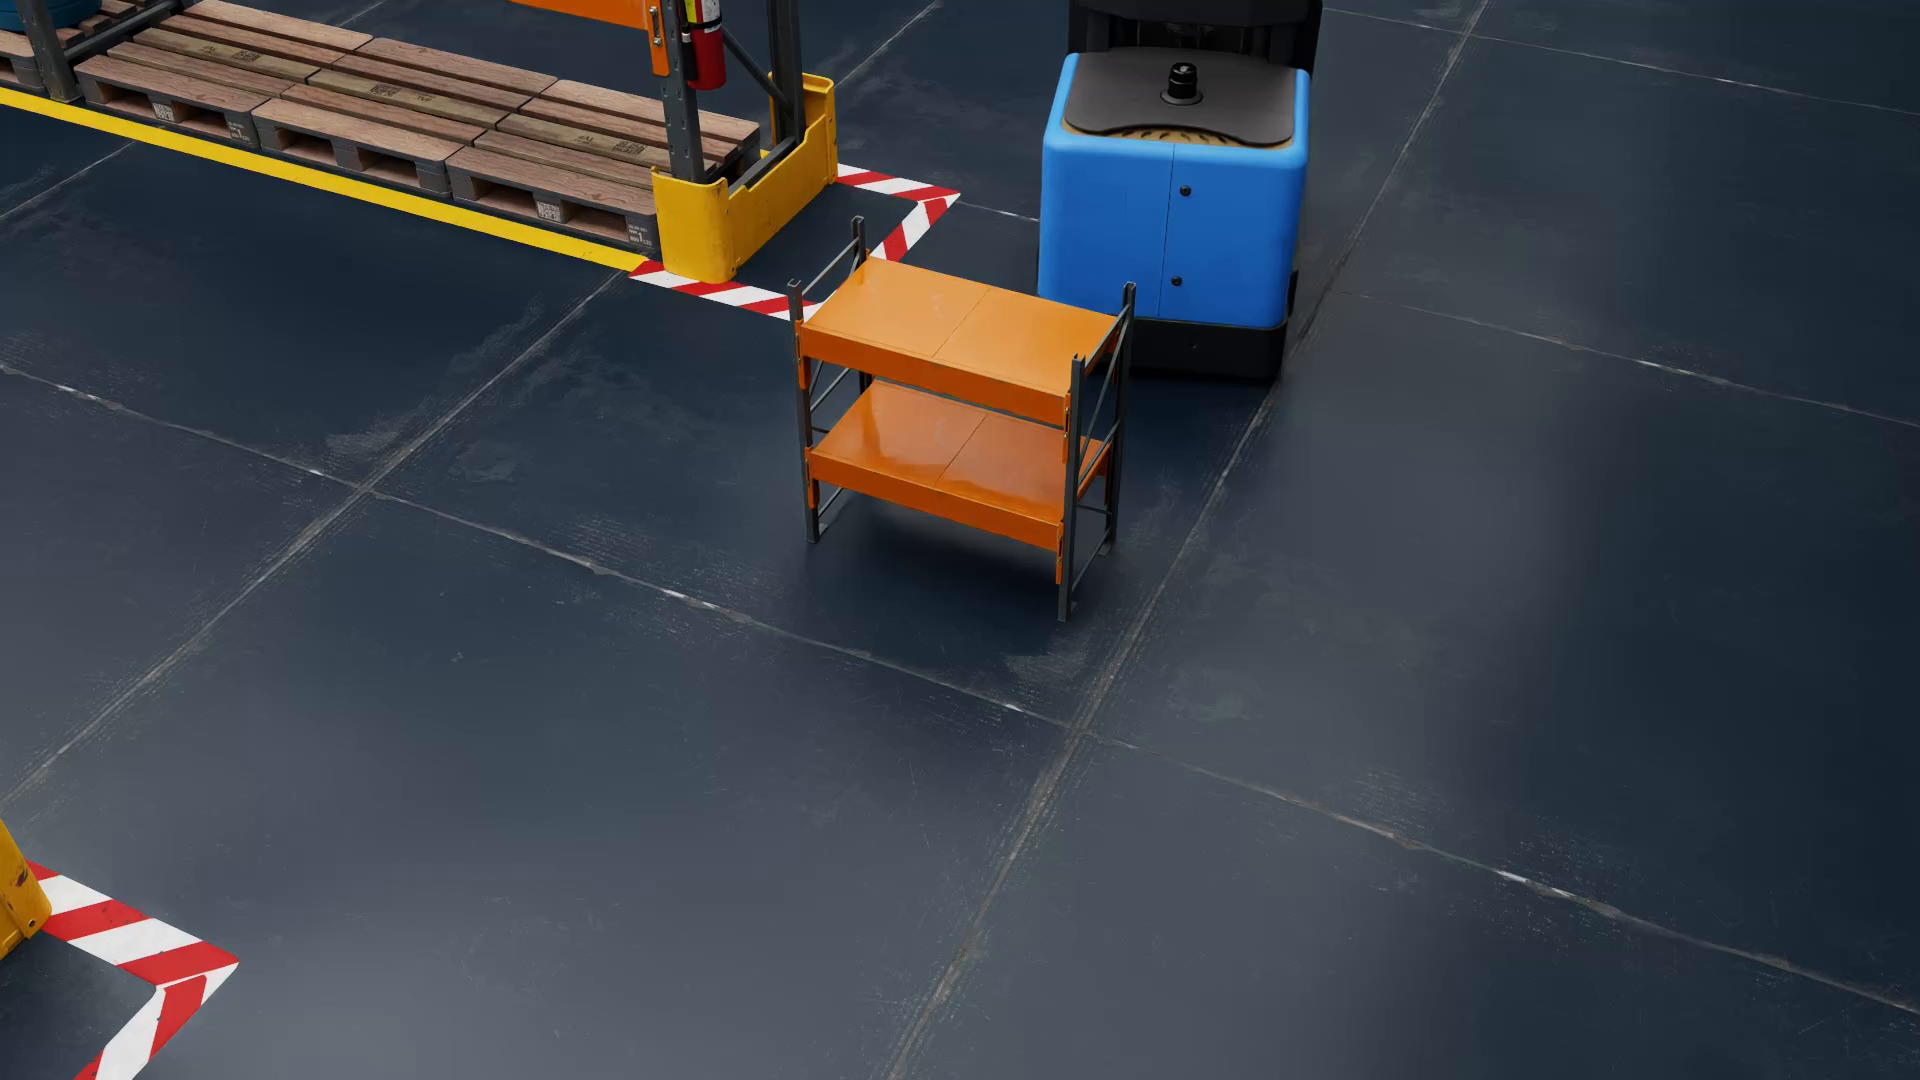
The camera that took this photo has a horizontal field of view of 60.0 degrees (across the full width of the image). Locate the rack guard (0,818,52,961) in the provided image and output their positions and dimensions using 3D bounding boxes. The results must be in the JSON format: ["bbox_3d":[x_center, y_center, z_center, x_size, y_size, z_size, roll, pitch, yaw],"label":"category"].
[{"bbox_3d":[-3.092,1.211,4.471,0.348,0.500,1.175,17,44,19],"label":"rack guard"}]

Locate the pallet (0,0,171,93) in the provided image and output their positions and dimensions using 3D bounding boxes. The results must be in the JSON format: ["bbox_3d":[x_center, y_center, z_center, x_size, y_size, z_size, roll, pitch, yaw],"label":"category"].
[{"bbox_3d":[-5.326,-2.972,9.518,1.213,0.211,1.003,17,44,19],"label":"pallet"}]

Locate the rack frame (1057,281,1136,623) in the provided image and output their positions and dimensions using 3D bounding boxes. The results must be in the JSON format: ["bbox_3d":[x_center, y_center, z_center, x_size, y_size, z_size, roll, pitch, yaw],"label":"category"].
[{"bbox_3d":[0.467,-0.282,5.717,0.032,1.125,0.500,17,44,19],"label":"rack frame"}]

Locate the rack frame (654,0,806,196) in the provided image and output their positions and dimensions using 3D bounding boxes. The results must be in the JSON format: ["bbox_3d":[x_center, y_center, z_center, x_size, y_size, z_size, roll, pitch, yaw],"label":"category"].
[{"bbox_3d":[-1.020,-2.680,7.052,0.127,3.000,1.000,17,44,19],"label":"rack frame"}]

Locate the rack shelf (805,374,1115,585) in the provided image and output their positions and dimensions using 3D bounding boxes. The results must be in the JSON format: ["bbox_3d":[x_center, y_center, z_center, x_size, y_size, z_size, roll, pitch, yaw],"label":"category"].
[{"bbox_3d":[0.006,-0.238,6.040,1.000,0.278,0.538,17,44,19],"label":"rack shelf"}]

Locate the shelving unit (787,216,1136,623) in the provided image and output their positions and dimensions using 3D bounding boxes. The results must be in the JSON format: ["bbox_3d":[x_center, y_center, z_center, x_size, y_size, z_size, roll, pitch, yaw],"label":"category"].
[{"bbox_3d":[0.006,-0.423,5.879,1.048,1.125,0.538,17,44,19],"label":"shelving unit"}]

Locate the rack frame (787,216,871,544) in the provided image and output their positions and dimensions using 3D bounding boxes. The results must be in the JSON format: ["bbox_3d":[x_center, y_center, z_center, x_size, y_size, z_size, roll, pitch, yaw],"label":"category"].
[{"bbox_3d":[-0.455,-0.564,6.042,0.032,1.125,0.500,17,44,19],"label":"rack frame"}]

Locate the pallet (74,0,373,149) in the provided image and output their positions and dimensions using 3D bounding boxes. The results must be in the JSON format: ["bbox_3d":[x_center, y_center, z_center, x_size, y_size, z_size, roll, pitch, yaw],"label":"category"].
[{"bbox_3d":[-3.962,-2.553,9.035,1.213,0.211,1.003,17,44,19],"label":"pallet"}]

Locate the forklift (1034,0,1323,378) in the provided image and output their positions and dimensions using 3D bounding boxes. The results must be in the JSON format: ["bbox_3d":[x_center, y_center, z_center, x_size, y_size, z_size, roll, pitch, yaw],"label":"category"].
[{"bbox_3d":[1.062,-2.752,7.187,1.130,2.935,3.031,6,41,7],"label":"forklift"}]

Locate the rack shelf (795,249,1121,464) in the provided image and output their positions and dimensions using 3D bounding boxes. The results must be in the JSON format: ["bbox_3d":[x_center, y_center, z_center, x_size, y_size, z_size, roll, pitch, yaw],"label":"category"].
[{"bbox_3d":[0.006,-0.644,5.688,1.000,0.278,0.538,17,44,19],"label":"rack shelf"}]

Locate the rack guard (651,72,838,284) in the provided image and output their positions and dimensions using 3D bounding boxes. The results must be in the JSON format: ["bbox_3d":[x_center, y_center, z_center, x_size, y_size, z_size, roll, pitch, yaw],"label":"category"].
[{"bbox_3d":[-0.992,-1.737,7.872,0.348,0.500,1.175,17,44,19],"label":"rack guard"}]

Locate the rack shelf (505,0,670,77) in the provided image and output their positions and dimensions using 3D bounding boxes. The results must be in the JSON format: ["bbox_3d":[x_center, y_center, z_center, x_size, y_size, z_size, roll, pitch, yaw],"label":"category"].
[{"bbox_3d":[-2.832,-2.962,7.926,4.000,0.370,1.077,17,44,19],"label":"rack shelf"}]

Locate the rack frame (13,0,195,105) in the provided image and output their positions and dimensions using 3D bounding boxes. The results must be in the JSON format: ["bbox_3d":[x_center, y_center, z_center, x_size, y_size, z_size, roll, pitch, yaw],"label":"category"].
[{"bbox_3d":[-4.645,-3.788,8.330,0.127,3.000,1.000,17,44,19],"label":"rack frame"}]

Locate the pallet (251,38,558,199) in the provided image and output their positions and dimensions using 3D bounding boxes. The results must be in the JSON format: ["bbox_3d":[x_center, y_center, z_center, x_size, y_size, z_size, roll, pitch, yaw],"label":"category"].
[{"bbox_3d":[-2.852,-2.216,8.646,1.213,0.211,1.003,17,44,19],"label":"pallet"}]

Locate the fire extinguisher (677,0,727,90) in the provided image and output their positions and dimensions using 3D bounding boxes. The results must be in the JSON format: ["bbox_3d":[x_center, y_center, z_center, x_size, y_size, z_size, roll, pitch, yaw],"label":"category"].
[{"bbox_3d":[-1.075,-2.198,6.840,0.183,0.674,0.296,17,44,19],"label":"fire extinguisher"}]

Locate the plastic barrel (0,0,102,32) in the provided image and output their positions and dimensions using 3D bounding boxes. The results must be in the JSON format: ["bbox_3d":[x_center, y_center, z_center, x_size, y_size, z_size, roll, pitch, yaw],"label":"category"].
[{"bbox_3d":[-5.130,-3.314,9.065,0.708,0.901,0.600,17,44,19],"label":"plastic barrel"}]

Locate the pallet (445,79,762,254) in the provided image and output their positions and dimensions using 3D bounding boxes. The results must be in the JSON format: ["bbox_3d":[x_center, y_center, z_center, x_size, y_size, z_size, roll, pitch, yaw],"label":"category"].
[{"bbox_3d":[-1.751,-1.878,8.255,1.213,0.211,1.003,17,44,19],"label":"pallet"}]
